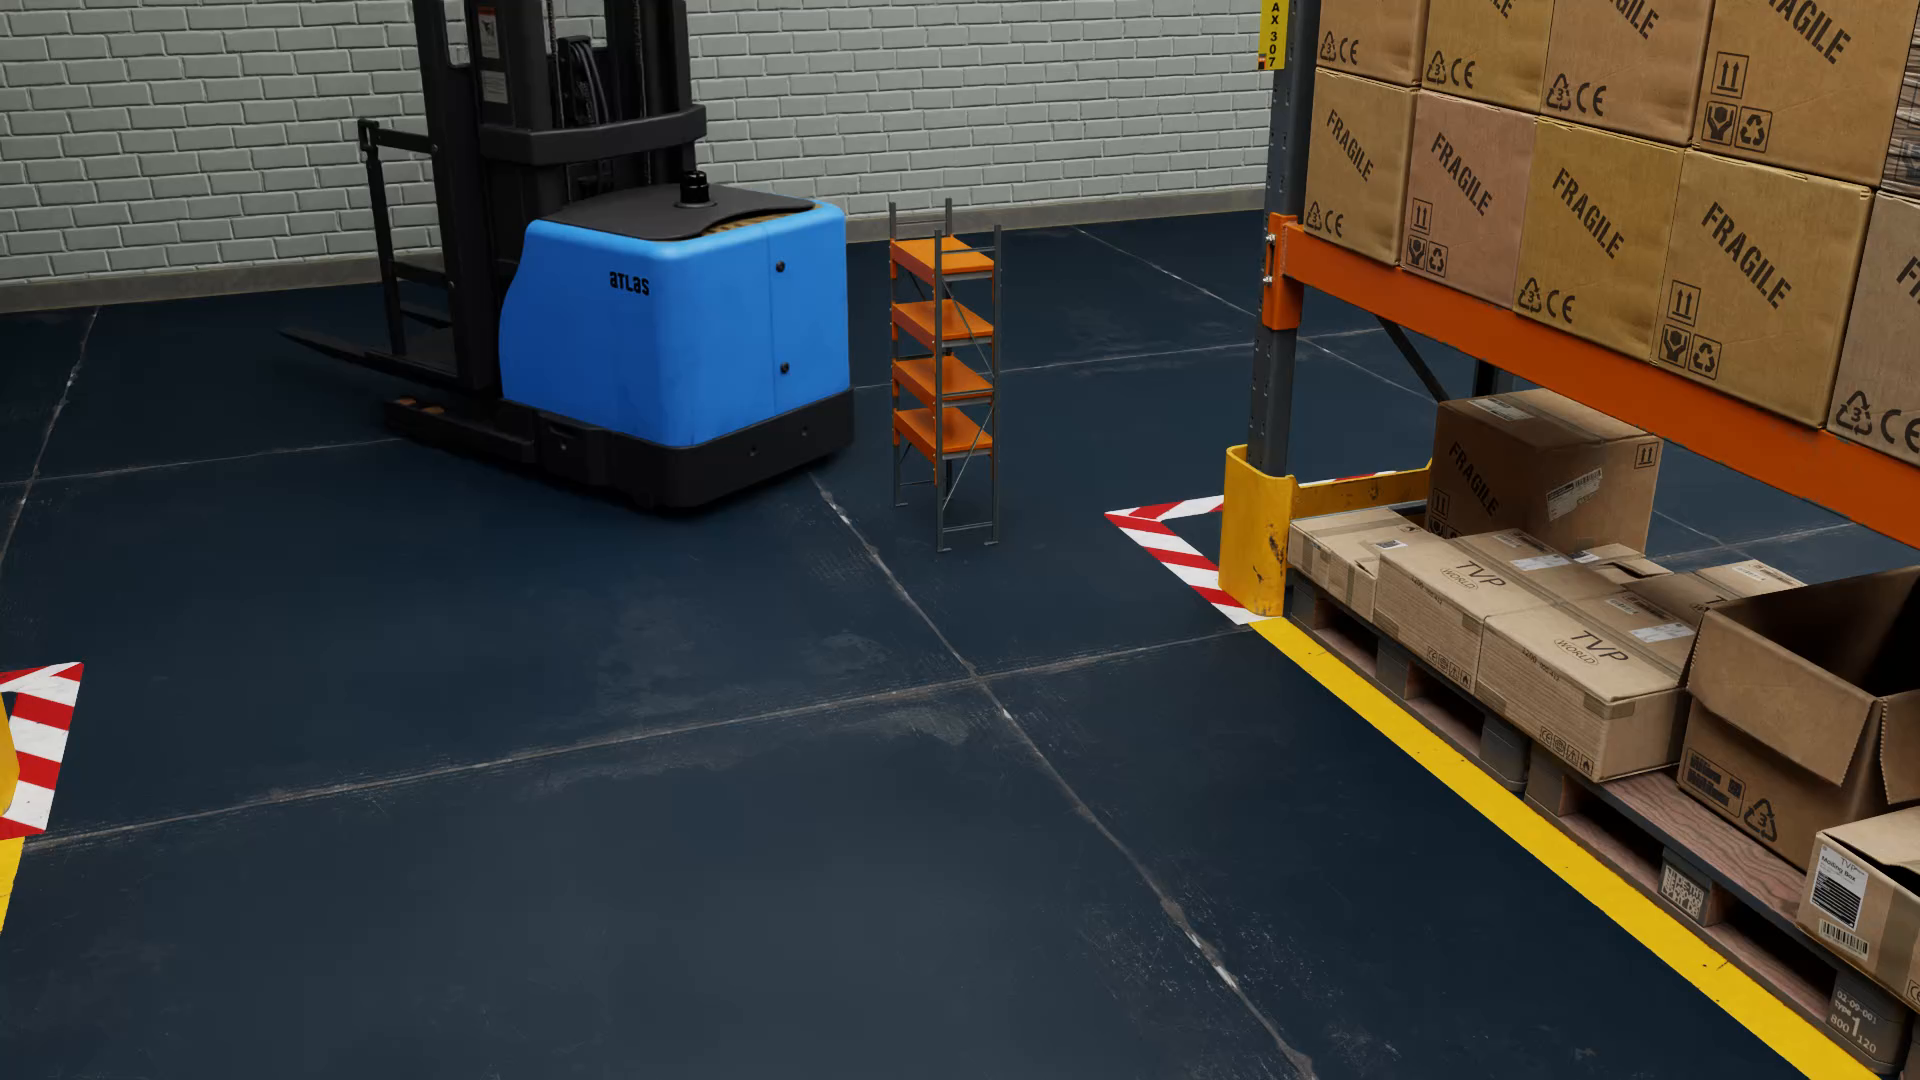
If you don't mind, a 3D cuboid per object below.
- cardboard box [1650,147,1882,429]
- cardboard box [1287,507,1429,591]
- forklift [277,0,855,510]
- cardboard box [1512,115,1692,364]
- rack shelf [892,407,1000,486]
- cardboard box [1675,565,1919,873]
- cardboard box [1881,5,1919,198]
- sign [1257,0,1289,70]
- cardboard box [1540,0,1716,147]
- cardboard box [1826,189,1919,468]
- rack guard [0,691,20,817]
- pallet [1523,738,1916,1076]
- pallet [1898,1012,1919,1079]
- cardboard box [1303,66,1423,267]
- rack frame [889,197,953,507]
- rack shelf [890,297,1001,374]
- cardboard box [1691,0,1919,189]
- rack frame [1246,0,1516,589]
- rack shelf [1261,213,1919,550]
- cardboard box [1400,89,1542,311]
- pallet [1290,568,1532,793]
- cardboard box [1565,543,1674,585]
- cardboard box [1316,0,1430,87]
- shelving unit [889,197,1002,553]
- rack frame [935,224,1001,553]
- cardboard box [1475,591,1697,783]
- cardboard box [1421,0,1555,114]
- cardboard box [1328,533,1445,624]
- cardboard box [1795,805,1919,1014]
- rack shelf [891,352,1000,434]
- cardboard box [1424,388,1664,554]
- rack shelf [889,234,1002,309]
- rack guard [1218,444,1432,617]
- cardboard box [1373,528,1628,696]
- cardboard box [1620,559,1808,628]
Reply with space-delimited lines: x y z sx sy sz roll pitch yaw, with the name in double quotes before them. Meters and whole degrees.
"cardboard box" 1.920 -0.581 3.637 0.500 0.500 0.500 -8 24 -18
"cardboard box" 1.299 0.027 5.428 0.380 0.149 0.250 -8 24 -19
"forklift" -1.924 -1.912 7.011 3.031 2.935 1.130 17 28 34
"cardboard box" 1.745 -0.763 4.068 0.500 0.500 0.500 -8 24 -19
"rack shelf" -0.058 -0.368 6.263 0.258 0.148 0.480 -8 24 -19
"cardboard box" 2.217 0.436 4.002 0.797 0.503 0.637 -8 24 -19
"cardboard box" 2.104 -0.854 2.998 0.500 0.500 0.500 -8 24 -19
"sign" 0.965 -1.608 5.088 0.100 0.325 0.005 -8 24 -19
"cardboard box" 1.747 -1.221 3.870 0.500 0.500 0.500 -8 24 -18
"cardboard box" 2.102 -0.396 3.199 0.500 0.500 0.500 -8 24 -18
"rack guard" -3.169 0.541 4.323 1.175 0.500 0.348 -8 24 -19
"pallet" 2.210 0.761 4.172 1.003 0.211 1.213 -8 24 -19
"pallet" 2.644 1.205 3.118 1.003 0.211 1.213 -8 24 -19
"cardboard box" 1.383 -1.132 4.945 0.500 0.500 0.500 -8 24 -18
"rack frame" -0.145 -0.702 6.370 0.240 1.200 0.015 -8 24 -19
"rack shelf" -0.059 -0.757 6.099 0.258 0.148 0.480 -8 24 -19
"cardboard box" 1.927 -1.037 3.432 0.500 0.500 0.500 -9 24 -19
"rack frame" 1.473 -1.283 5.433 1.000 3.000 0.127 -8 24 -19
"rack shelf" 2.179 -0.225 3.848 1.077 0.370 4.000 -8 24 -19
"cardboard box" 1.570 -0.945 4.502 0.500 0.500 0.500 -9 24 -20
"pallet" 1.782 0.319 5.222 1.003 0.211 1.213 -8 24 -19
"cardboard box" 1.954 0.143 5.131 0.380 0.166 0.250 -8 24 -19
"cardboard box" 1.383 -1.593 4.751 0.500 0.500 0.500 -8 24 -17
"shelving unit" -0.058 -0.613 6.160 0.258 1.200 0.503 -8 24 -19
"rack frame" 0.028 -0.524 5.949 0.240 1.200 0.015 -8 24 -19
"cardboard box" 1.753 0.381 4.458 0.500 0.250 0.500 -8 24 -19
"cardboard box" 1.575 -1.404 4.303 0.500 0.500 0.500 -8 24 -18
"cardboard box" 1.388 0.110 5.209 0.380 0.166 0.250 -8 24 -19
"cardboard box" 2.154 0.766 3.467 0.500 0.311 0.500 -8 24 -19
"rack shelf" -0.058 -0.551 6.186 0.258 0.148 0.480 -8 24 -19
"cardboard box" 1.895 -0.170 5.444 0.500 0.500 0.500 -8 24 -19
"rack shelf" -0.059 -0.975 6.007 0.258 0.148 0.480 -8 24 -19
"rack guard" 1.500 -0.104 5.853 1.175 0.500 0.348 -8 24 -19
"cardboard box" 1.576 0.199 4.889 0.500 0.250 0.500 -8 24 -19
"cardboard box" 2.203 0.294 4.664 0.500 0.250 0.500 -8 24 -19
